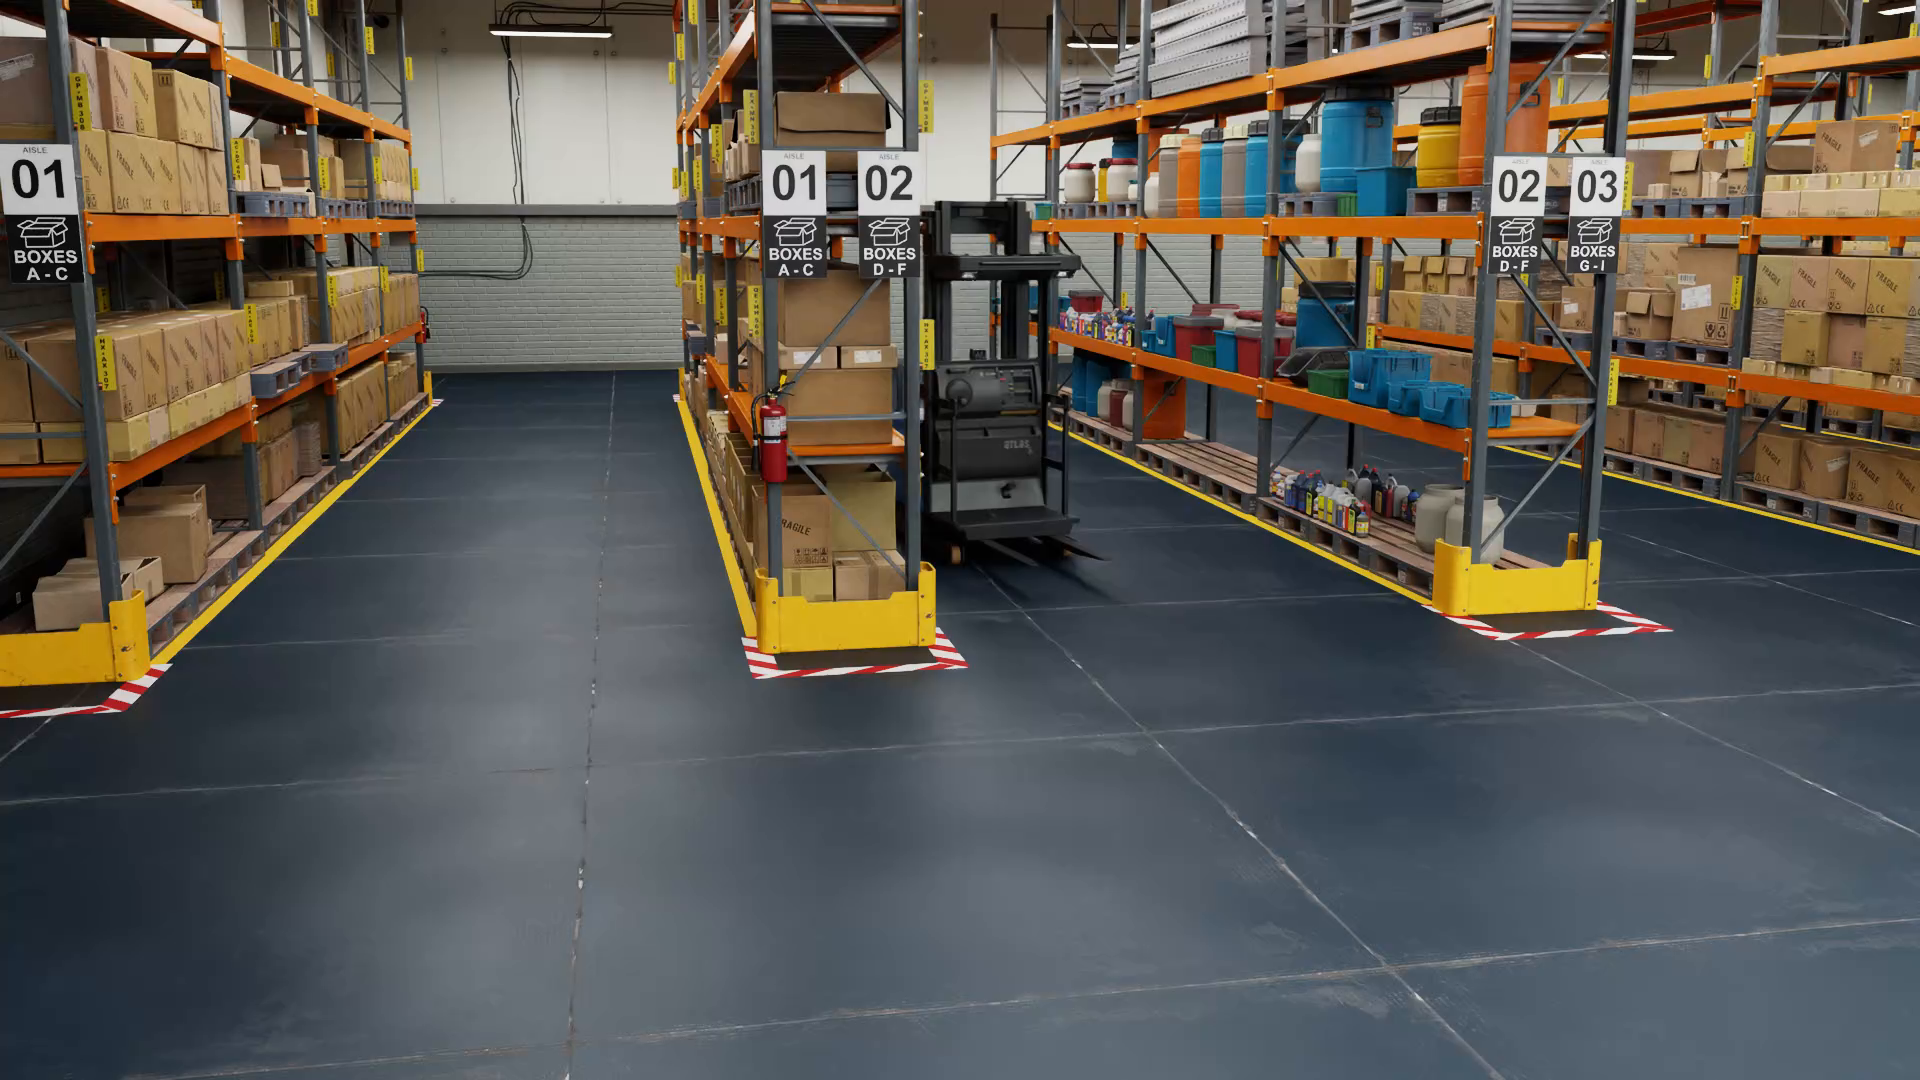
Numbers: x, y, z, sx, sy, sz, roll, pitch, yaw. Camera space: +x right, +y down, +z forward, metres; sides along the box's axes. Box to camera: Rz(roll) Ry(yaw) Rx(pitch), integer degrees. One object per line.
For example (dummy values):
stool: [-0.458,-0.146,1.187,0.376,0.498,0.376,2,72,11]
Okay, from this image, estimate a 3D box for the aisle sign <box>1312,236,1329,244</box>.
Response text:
aisle sign: [6.124,-5.385,28.013,0.394,0.787,0.004,-2,11,-11]

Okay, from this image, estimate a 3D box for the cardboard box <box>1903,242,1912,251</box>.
cardboard box: [15.783,-4.851,27.485,0.380,0.149,0.250,-2,11,-12]

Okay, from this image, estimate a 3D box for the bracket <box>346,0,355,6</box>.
bracket: [-9.678,-8.659,26.497,0.235,0.232,0.430,-2,11,-11]

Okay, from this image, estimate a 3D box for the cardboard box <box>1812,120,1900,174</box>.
cardboard box: [8.515,-3.724,15.817,0.500,0.500,0.500,-2,11,-13]

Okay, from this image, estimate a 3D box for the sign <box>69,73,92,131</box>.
sign: [-5.089,-2.531,9.614,0.100,0.325,0.005,-2,11,-11]

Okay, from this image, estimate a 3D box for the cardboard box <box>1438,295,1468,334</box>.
cardboard box: [6.767,-3.027,22.311,0.500,0.500,0.500,-2,11,-10]

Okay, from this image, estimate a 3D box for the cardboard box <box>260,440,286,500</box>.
cardboard box: [-6.768,-0.653,15.613,0.700,0.500,0.500,-2,11,-10]

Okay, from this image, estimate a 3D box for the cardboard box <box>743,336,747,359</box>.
cardboard box: [-1.874,-1.902,16.401,0.500,0.500,0.500,-2,11,-11]

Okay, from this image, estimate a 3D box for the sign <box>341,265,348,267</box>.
sign: [-9.278,-3.988,25.102,0.100,0.325,0.005,-2,11,-11]

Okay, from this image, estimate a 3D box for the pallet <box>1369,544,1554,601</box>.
pallet: [3.883,0.239,12.874,1.003,0.211,1.213,-2,11,-11]

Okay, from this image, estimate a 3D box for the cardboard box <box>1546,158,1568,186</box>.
cardboard box: [7.238,-4.289,19.582,0.500,0.500,0.500,-2,11,-10]

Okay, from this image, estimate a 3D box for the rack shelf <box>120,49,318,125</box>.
rack shelf: [-6.788,-4.106,15.198,1.077,0.370,4.000,-2,11,-11]

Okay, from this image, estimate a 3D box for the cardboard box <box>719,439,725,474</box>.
cardboard box: [-2.008,-0.813,15.678,0.500,0.311,0.500,-2,11,-9]

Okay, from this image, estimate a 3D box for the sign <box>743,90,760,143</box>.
sign: [-1.298,-2.642,10.377,0.100,0.325,0.005,-2,11,-11]

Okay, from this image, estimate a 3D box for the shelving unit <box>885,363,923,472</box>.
shelving unit: [-0.496,-0.971,15.787,0.538,1.500,1.048,-4,11,-18]

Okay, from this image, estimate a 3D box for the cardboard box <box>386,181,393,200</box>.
cardboard box: [-7.916,-4.695,22.331,0.500,0.250,0.500,-2,11,-12]

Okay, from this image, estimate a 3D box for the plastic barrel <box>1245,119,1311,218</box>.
plastic barrel: [3.007,-3.508,15.741,0.600,0.901,0.708,-2,11,-11]

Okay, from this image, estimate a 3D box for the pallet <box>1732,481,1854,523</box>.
pallet: [8.343,-0.391,16.187,1.003,0.211,1.213,-2,11,-11]

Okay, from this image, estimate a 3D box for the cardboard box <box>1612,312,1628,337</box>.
cardboard box: [7.500,-2.433,18.736,0.500,0.250,0.500,-2,11,-13]

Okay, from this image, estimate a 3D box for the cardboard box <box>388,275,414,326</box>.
cardboard box: [-8.471,-3.464,24.074,0.980,0.700,0.700,-2,11,-11]

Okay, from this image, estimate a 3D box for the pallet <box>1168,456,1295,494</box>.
pallet: [2.887,-0.700,17.808,1.003,0.211,1.213,-2,11,-11]

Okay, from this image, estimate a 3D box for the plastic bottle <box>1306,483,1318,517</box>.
plastic bottle: [3.097,-0.355,14.627,0.061,0.283,0.133,-2,11,-8]

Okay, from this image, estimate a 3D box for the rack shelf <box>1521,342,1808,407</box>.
rack shelf: [7.788,-1.896,18.561,1.077,0.370,4.000,-2,11,-11]

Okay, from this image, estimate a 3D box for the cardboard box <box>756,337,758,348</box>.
cardboard box: [-1.374,-1.551,12.819,0.380,0.149,0.250,-2,11,-11]

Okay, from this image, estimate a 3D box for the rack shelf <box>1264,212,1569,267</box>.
rack shelf: [3.708,-2.456,13.479,1.077,0.370,4.000,-2,11,-11]

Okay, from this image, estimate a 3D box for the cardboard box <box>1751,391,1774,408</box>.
cardboard box: [11.609,-2.152,23.545,0.500,0.500,0.500,-2,11,-10]

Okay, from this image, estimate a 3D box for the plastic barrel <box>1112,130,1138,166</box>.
plastic barrel: [2.245,-4.789,21.347,0.600,0.901,0.708,-2,11,-11]

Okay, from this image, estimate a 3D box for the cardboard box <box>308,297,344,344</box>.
cardboard box: [-7.020,-2.379,18.059,0.500,0.500,0.500,-2,11,-9]

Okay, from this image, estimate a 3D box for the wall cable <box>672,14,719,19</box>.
wall cable: [-3.793,-10.942,30.749,3.097,2.526,0.112,-2,11,-11]

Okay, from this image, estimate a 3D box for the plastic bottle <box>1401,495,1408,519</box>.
plastic bottle: [3.905,-0.291,14.513,0.097,0.201,0.097,0,11,0]

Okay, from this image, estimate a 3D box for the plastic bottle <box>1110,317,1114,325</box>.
plastic bottle: [1.927,-2.686,21.101,0.061,0.283,0.133,-2,11,-11]

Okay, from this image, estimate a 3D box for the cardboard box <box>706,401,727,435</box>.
cardboard box: [-2.731,-1.408,19.580,0.500,0.500,0.500,-2,11,-9]

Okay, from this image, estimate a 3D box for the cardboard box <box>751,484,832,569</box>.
cardboard box: [-1.159,-0.101,11.430,0.500,0.500,0.500,-2,11,-11]

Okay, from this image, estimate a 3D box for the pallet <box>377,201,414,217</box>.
pallet: [-8.578,-4.838,24.305,1.003,0.211,1.213,-2,11,-11]

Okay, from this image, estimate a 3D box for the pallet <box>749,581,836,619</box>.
pallet: [-0.952,0.441,11.812,1.003,0.211,1.213,-2,11,-11]

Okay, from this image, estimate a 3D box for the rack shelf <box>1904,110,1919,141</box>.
rack shelf: [12.673,-4.809,18.887,1.077,0.370,4.000,-2,11,-11]

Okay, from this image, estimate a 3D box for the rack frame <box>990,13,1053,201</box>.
rack frame: [0.985,-6.851,26.622,1.000,3.000,0.127,-2,11,-11]

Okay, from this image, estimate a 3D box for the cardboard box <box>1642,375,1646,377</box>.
cardboard box: [11.046,-2.657,26.341,0.380,0.149,0.250,-2,11,-10]

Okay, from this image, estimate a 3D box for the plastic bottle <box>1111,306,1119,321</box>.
plastic bottle: [2.121,-2.984,22.483,0.144,0.351,0.185,-2,11,-11]

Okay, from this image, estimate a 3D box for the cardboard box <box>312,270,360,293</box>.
cardboard box: [-7.324,-3.026,19.449,0.500,0.250,0.500,-2,11,-12]

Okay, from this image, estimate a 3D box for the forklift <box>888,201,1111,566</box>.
forklift: [0.318,-1.317,13.776,1.130,2.935,3.031,-4,11,-20]

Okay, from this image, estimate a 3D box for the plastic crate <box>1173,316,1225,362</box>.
plastic crate: [2.555,-2.160,17.853,0.402,0.464,0.583,-2,11,-11]

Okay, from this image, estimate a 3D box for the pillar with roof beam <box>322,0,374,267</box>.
pillar with roof beam: [-5.884,-7.111,27.988,9.100,9.000,0.548,-2,11,-11]

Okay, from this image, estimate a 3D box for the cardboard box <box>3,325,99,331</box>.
cardboard box: [-6.114,-1.179,11.213,0.500,0.500,0.500,-2,11,-13]

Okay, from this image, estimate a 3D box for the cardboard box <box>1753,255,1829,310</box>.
cardboard box: [8.015,-2.477,15.953,0.500,0.500,0.500,-2,11,-11]

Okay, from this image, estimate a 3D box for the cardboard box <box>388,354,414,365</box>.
cardboard box: [-8.245,-2.652,24.434,0.380,0.149,0.250,-2,11,-9]

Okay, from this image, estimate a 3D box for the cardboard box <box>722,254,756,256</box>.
cardboard box: [-3.214,-3.911,24.281,0.500,0.500,0.500,-2,11,-9]

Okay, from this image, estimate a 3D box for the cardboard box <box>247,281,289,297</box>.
cardboard box: [-7.003,-2.539,16.836,0.380,0.149,0.250,-4,12,-21]

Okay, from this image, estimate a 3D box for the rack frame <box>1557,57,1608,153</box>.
rack frame: [10.728,-7.193,28.419,1.000,3.000,0.127,-2,11,-11]

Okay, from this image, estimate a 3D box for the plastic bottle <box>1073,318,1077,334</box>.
plastic bottle: [1.565,-2.866,22.265,0.097,0.201,0.097,0,11,0]

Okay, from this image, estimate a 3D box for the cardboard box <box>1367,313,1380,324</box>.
cardboard box: [6.241,-3.271,24.530,0.380,0.149,0.250,-2,11,-11]

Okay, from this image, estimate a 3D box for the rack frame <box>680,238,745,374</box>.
rack frame: [-3.875,-3.724,26.240,1.000,3.000,0.127,-2,11,-11]
